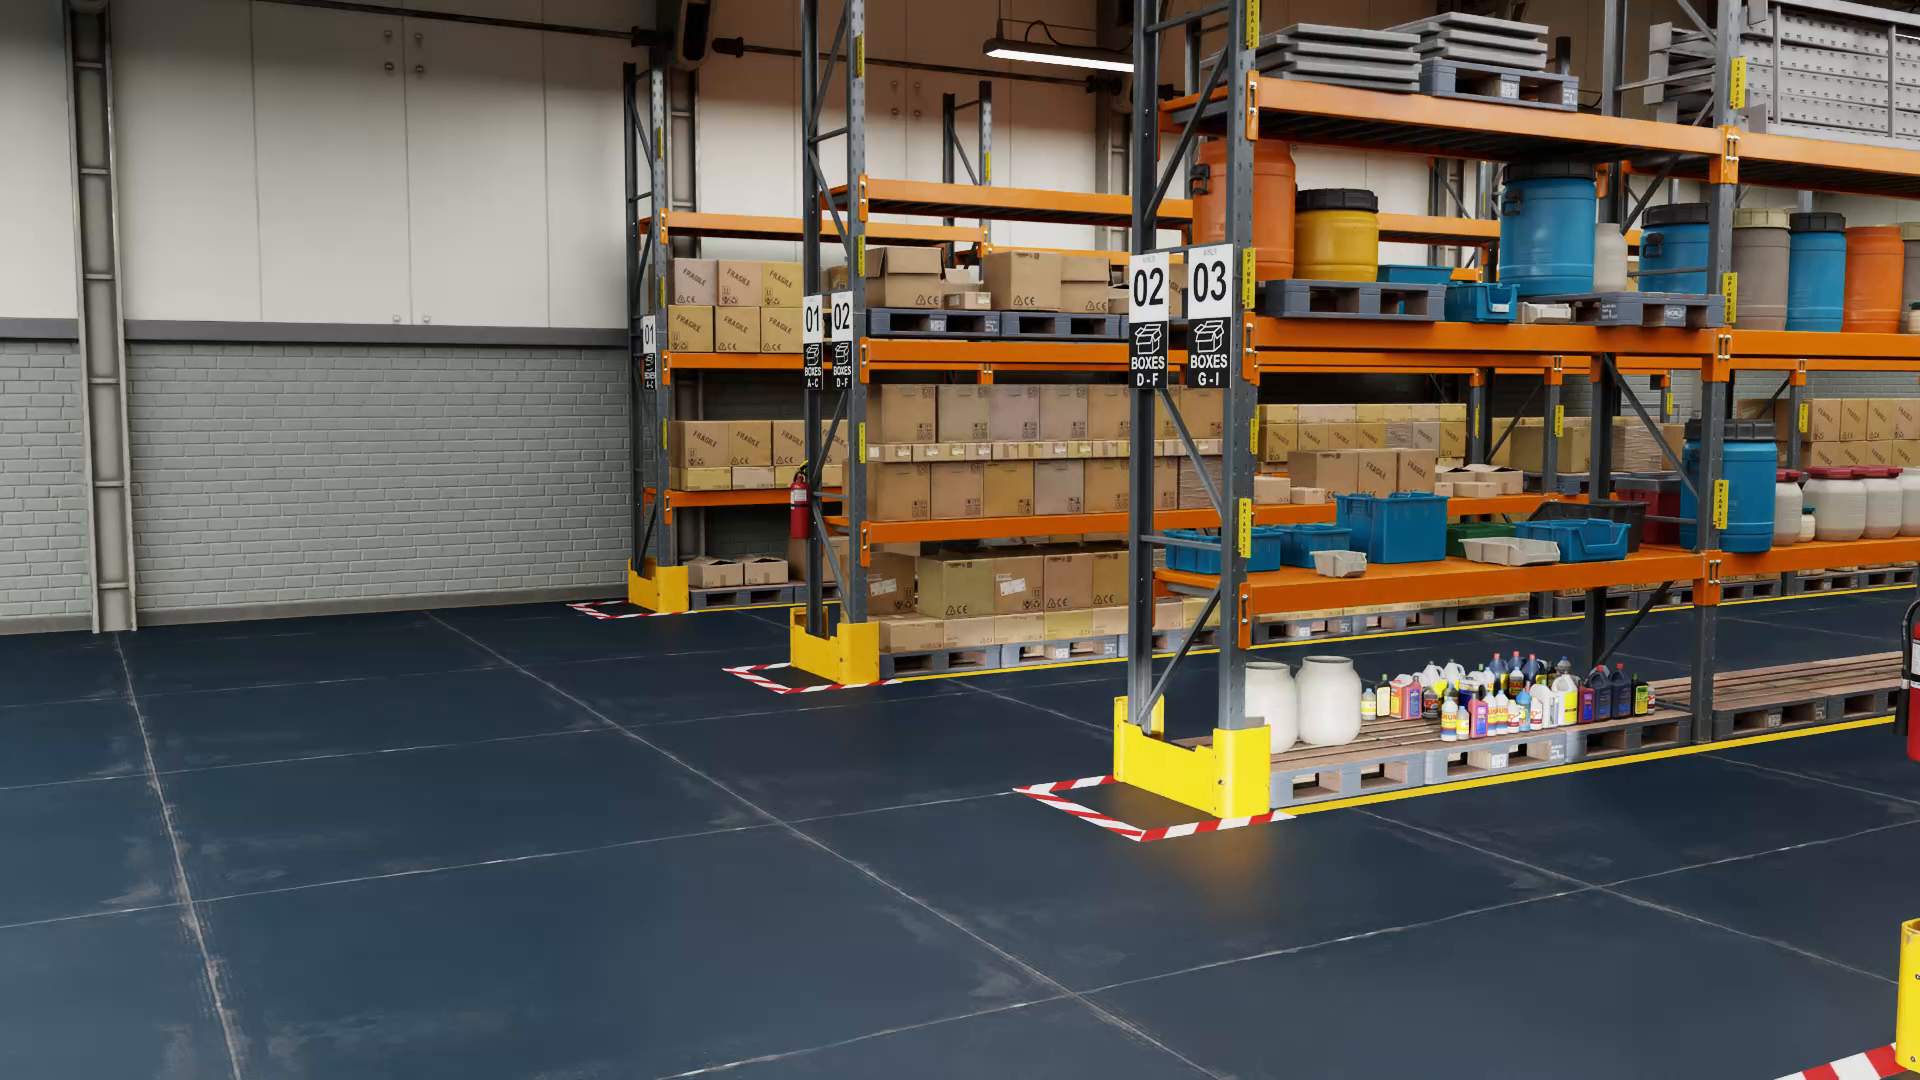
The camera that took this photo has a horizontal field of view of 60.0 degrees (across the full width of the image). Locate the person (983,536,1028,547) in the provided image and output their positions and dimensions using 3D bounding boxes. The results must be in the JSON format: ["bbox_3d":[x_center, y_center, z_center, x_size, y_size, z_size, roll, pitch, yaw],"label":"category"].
[{"bbox_3d":[0.534,-0.003,18.601,0.628,1.487,0.490,-3,6,-28],"label":"person"}]
